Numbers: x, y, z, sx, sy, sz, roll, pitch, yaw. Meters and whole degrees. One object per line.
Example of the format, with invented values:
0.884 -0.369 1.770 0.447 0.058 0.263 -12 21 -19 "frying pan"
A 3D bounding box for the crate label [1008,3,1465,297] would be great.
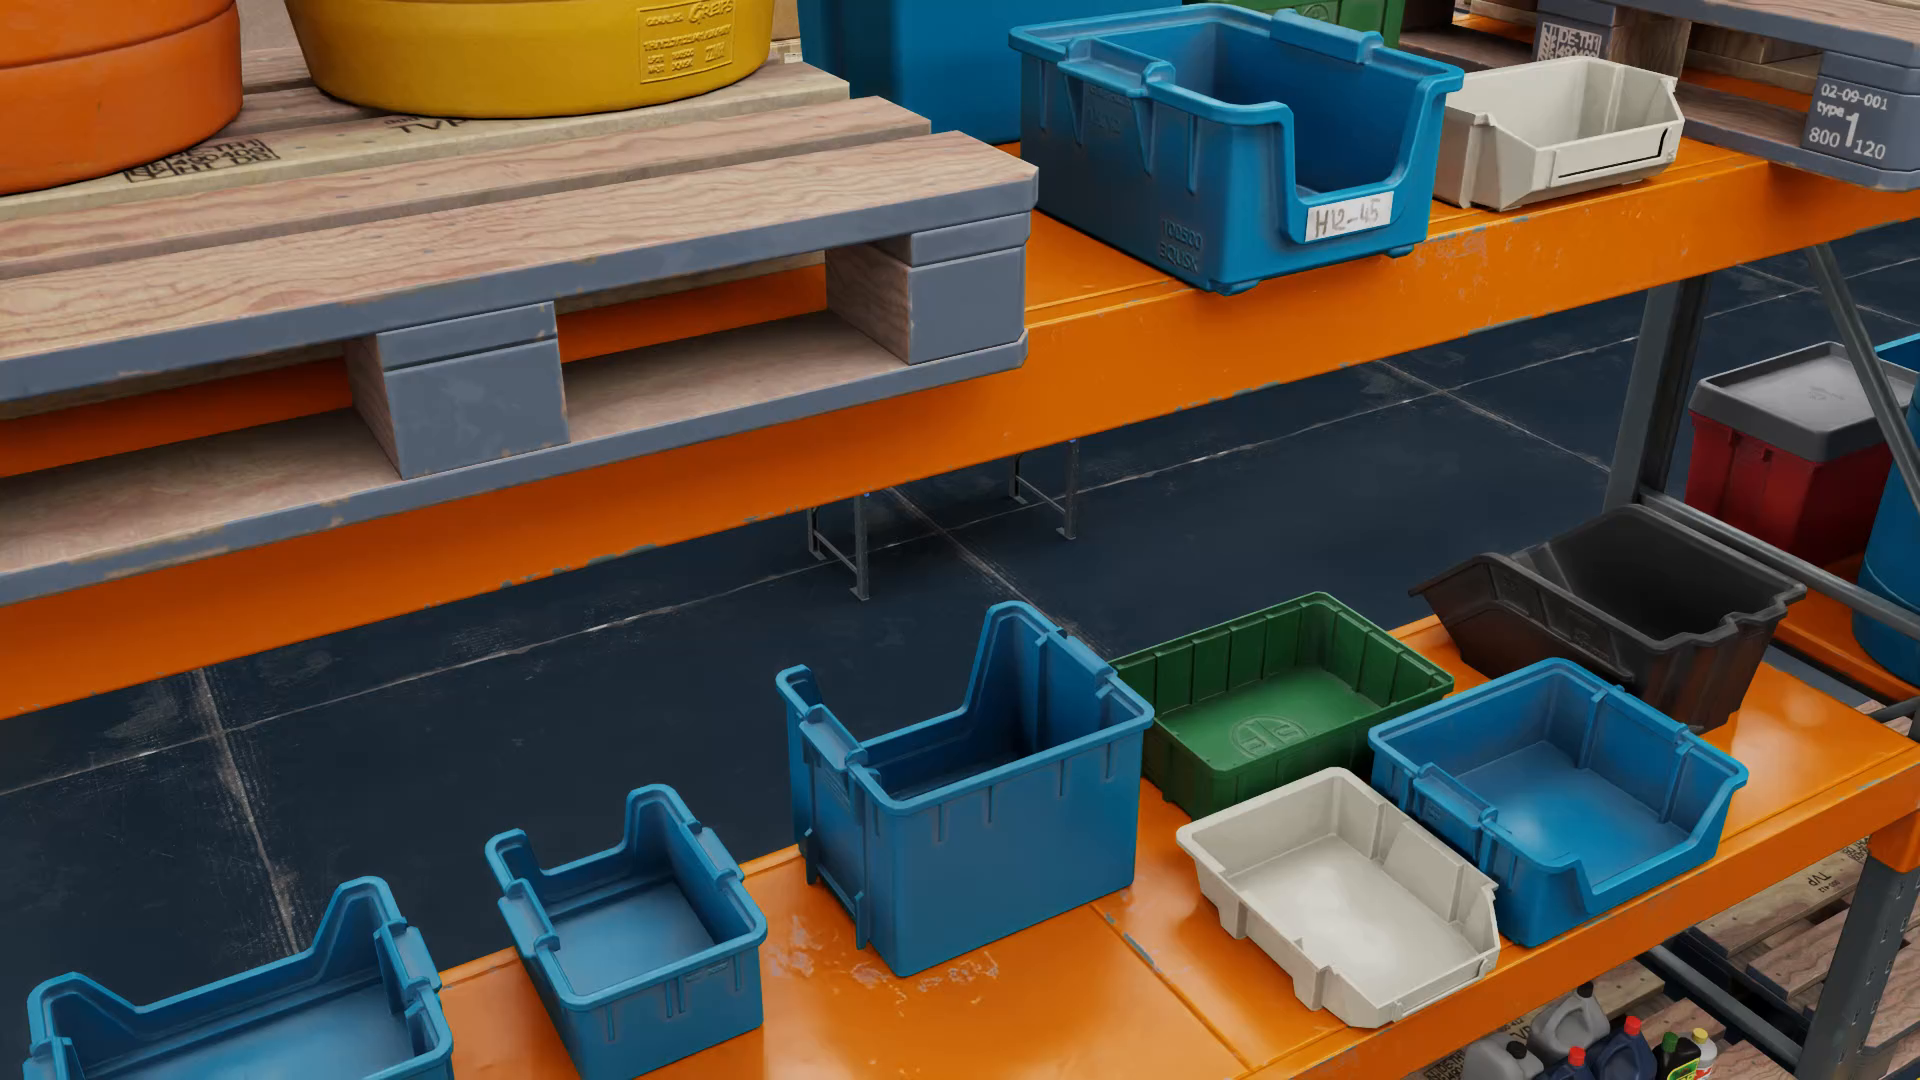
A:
0.335 -0.522 2.142 0.408 0.251 0.502 -16 33 -26 "crate label"

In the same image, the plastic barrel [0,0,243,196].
-1.091 -0.811 1.631 0.708 0.830 0.600 -16 33 -26 "plastic barrel"

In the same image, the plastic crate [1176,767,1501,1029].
0.731 0.686 3.176 0.437 0.136 0.530 -16 33 -26 "plastic crate"

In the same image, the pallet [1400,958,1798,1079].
1.402 1.435 4.431 1.213 0.211 1.003 -16 33 -26 "pallet"

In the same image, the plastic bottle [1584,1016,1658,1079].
1.593 1.312 4.054 0.185 0.351 0.144 -17 33 -28 "plastic bottle"

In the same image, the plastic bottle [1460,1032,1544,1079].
1.331 1.336 4.088 0.135 0.276 0.152 -16 33 -26 "plastic bottle"

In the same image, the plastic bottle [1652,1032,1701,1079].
1.755 1.319 4.112 0.133 0.283 0.061 -14 32 -24 "plastic bottle"

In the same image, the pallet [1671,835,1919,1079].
2.660 1.080 5.075 1.213 0.211 1.003 -16 33 -26 "pallet"

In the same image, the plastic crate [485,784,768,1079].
-0.603 0.708 3.017 0.408 0.251 0.499 -16 33 -26 "plastic crate"

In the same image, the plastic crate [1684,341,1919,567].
2.265 -0.207 4.454 0.583 0.464 0.402 -16 33 -26 "plastic crate"

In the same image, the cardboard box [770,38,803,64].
-0.844 -2.110 7.193 0.250 0.149 0.380 -17 33 -27 "cardboard box"

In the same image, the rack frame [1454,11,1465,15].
2.945 -2.976 9.539 0.127 3.000 1.000 -16 33 -26 "rack frame"

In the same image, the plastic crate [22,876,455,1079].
-1.166 0.864 2.733 0.616 0.251 0.499 -16 33 -26 "plastic crate"

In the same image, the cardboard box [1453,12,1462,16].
2.609 -2.867 9.432 0.500 0.311 0.500 -14 32 -23 "cardboard box"

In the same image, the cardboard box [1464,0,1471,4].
3.431 -3.405 9.778 0.700 0.500 0.500 22 36 34 "cardboard box"

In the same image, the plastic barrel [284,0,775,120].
-0.528 -0.865 1.980 0.600 0.588 0.600 0 29 0 "plastic barrel"

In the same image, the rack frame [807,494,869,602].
-0.512 -0.511 6.624 0.032 1.500 0.500 -16 33 -26 "rack frame"

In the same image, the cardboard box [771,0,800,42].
-0.883 -2.498 7.225 0.500 0.500 0.700 -16 33 -26 "cardboard box"

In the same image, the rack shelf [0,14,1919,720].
0.278 -0.442 2.586 4.000 0.370 1.077 -16 33 -26 "rack shelf"

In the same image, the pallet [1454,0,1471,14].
3.494 -3.088 9.939 1.003 0.211 1.213 -16 33 -26 "pallet"

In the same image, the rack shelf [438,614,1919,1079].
0.278 0.872 3.311 4.000 0.370 1.077 -16 33 -26 "rack shelf"

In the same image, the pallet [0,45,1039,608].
-0.683 -0.346 1.864 1.213 0.211 1.003 -16 33 -26 "pallet"

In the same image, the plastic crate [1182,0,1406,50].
0.504 -0.881 2.856 0.450 0.188 0.336 -16 33 -26 "plastic crate"

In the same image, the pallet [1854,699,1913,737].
3.713 0.779 5.620 1.213 0.211 1.003 -16 33 -26 "pallet"

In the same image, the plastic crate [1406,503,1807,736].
1.487 0.169 3.903 0.504 0.338 0.767 -16 33 -26 "plastic crate"

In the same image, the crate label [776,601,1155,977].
0.004 0.468 3.262 0.616 0.435 0.502 -16 33 -26 "crate label"

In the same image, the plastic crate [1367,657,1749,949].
1.186 0.516 3.364 0.616 0.251 0.499 -16 33 -26 "plastic crate"

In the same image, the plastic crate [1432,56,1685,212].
0.824 -0.569 2.346 0.396 0.136 0.243 -16 33 -26 "plastic crate"

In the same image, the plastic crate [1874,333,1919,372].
2.796 -0.325 4.752 0.575 0.384 0.392 -16 33 -26 "plastic crate"

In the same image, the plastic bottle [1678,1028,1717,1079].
1.848 1.318 4.198 0.097 0.201 0.097 0 29 0 "plastic bottle"

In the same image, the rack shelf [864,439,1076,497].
-0.074 -0.478 6.937 1.000 0.185 0.538 -16 33 -26 "rack shelf"

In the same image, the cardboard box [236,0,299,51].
-2.613 -2.007 6.335 0.500 0.500 0.700 -16 33 -26 "cardboard box"

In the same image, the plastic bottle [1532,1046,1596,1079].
1.428 1.359 3.969 0.185 0.351 0.144 -18 33 -29 "plastic bottle"

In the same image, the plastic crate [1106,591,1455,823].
0.689 0.375 3.686 0.662 0.188 0.450 -16 33 -26 "plastic crate"

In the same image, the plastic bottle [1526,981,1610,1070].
1.520 1.252 4.163 0.185 0.351 0.144 -16 33 -26 "plastic bottle"

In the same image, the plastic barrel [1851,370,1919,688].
2.489 -0.121 3.845 0.708 0.901 0.600 -16 33 -26 "plastic barrel"

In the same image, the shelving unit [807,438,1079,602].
-0.074 -0.636 6.850 1.048 1.500 0.538 -16 33 -26 "shelving unit"

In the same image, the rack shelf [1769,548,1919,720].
3.727 -0.107 5.085 4.000 0.370 1.077 -16 33 -26 "rack shelf"

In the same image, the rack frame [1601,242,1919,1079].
2.003 0.067 4.024 0.127 3.000 1.000 -16 33 -26 "rack frame"

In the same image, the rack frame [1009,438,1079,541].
0.365 -0.760 7.075 0.032 1.500 0.500 -16 33 -26 "rack frame"

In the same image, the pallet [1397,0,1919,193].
1.430 -0.946 2.951 1.003 0.211 1.213 -16 33 -26 "pallet"

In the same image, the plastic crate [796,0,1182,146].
0.045 -0.852 2.602 0.575 0.384 0.392 -16 33 -26 "plastic crate"
